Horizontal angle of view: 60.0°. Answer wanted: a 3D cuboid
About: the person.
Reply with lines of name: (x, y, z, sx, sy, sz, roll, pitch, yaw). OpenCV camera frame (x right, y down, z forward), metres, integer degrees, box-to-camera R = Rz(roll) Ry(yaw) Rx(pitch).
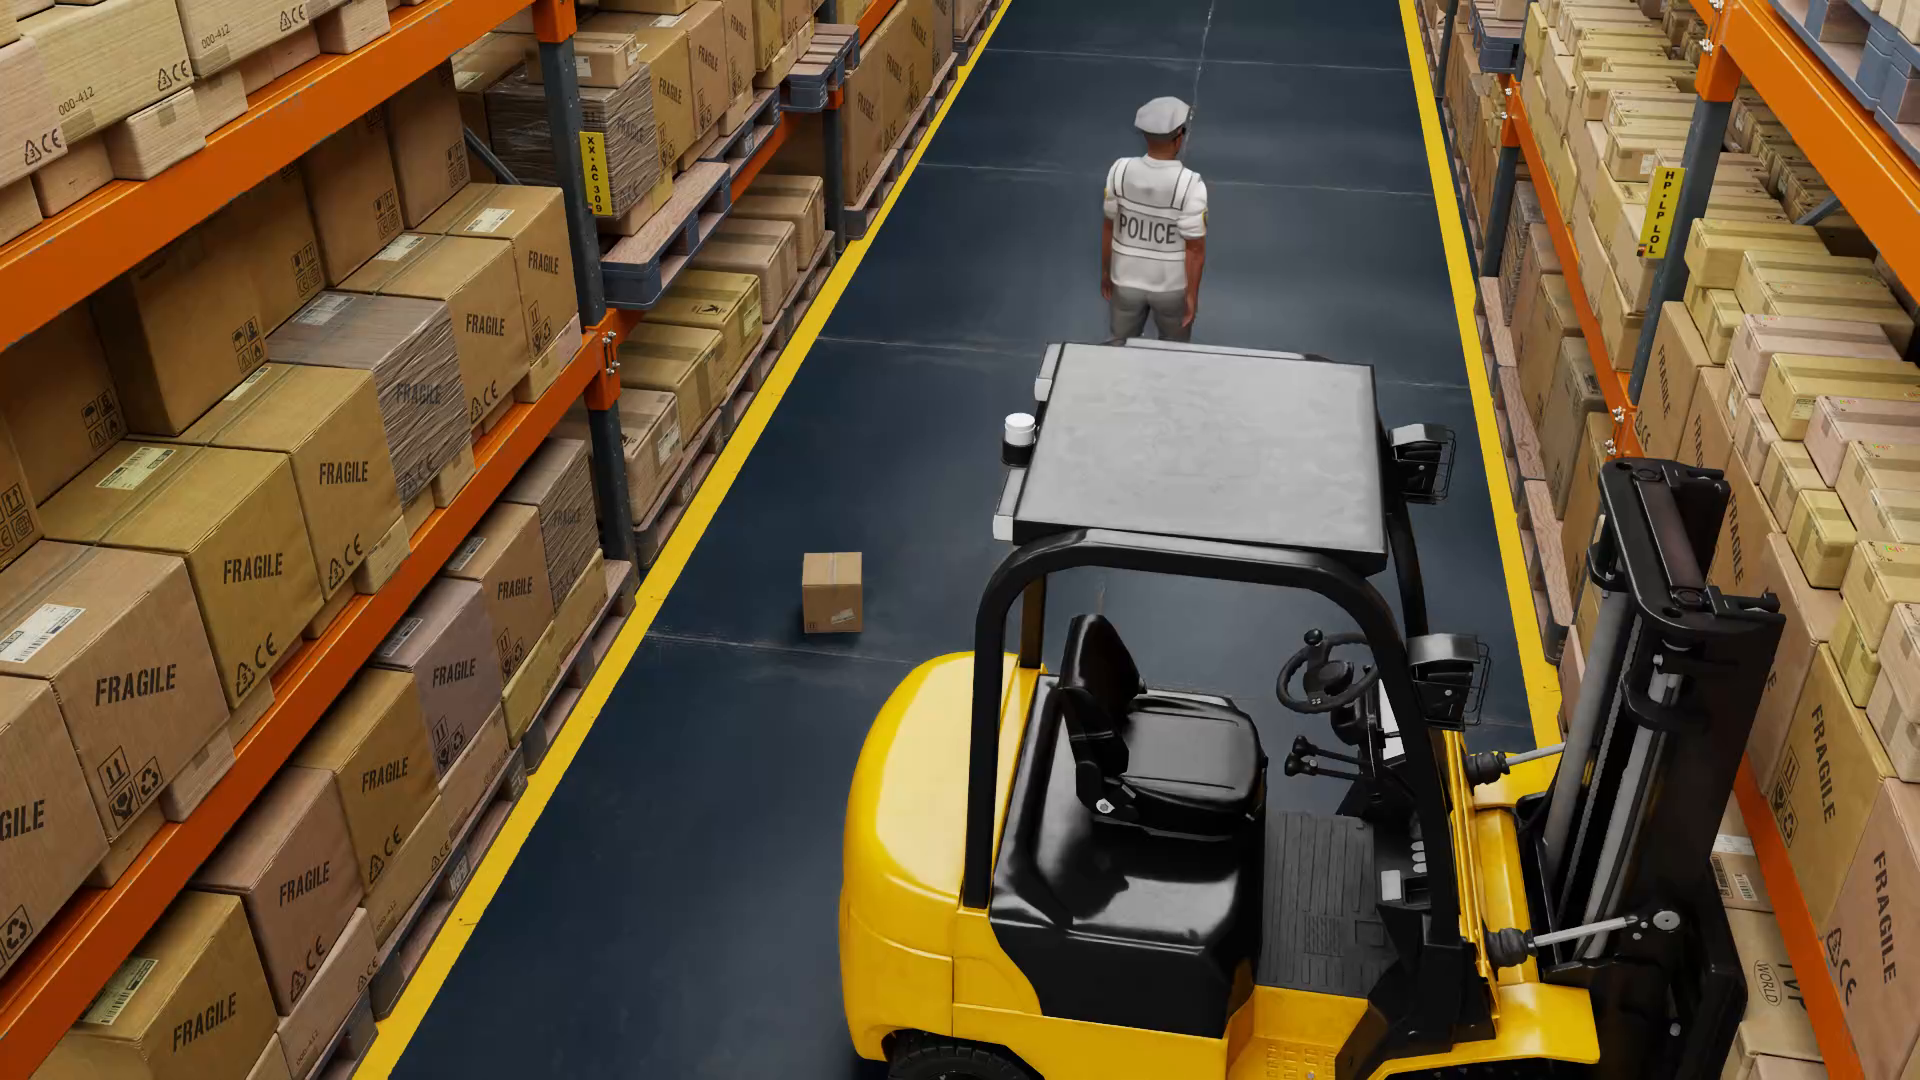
person: (0.924, -1.274, 8.090, 0.543, 1.753, 0.707, 14, 35, 21)
